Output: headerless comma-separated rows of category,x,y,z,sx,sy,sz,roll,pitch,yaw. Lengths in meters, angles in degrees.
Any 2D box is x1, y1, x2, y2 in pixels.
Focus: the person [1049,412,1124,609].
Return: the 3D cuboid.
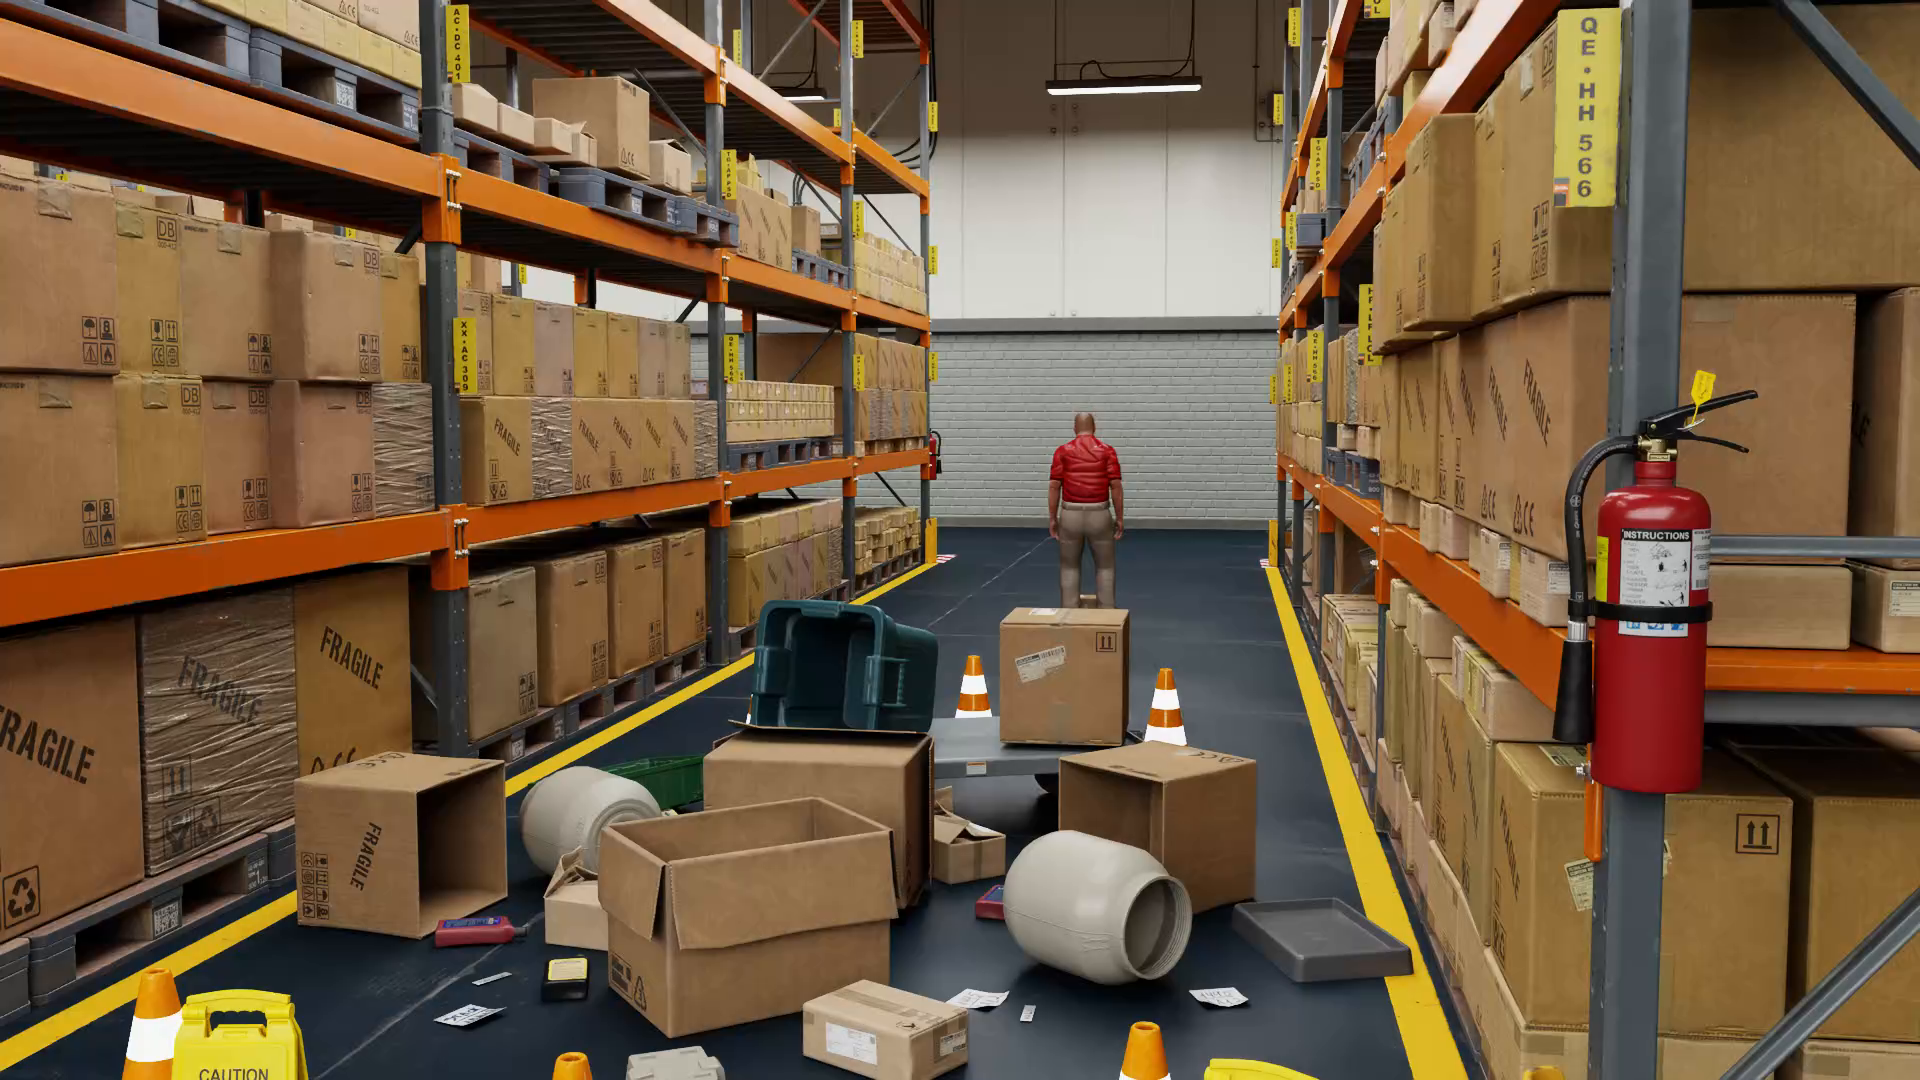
person,0.989,-0.139,13.018,0.587,1.726,0.388,1,4,8
